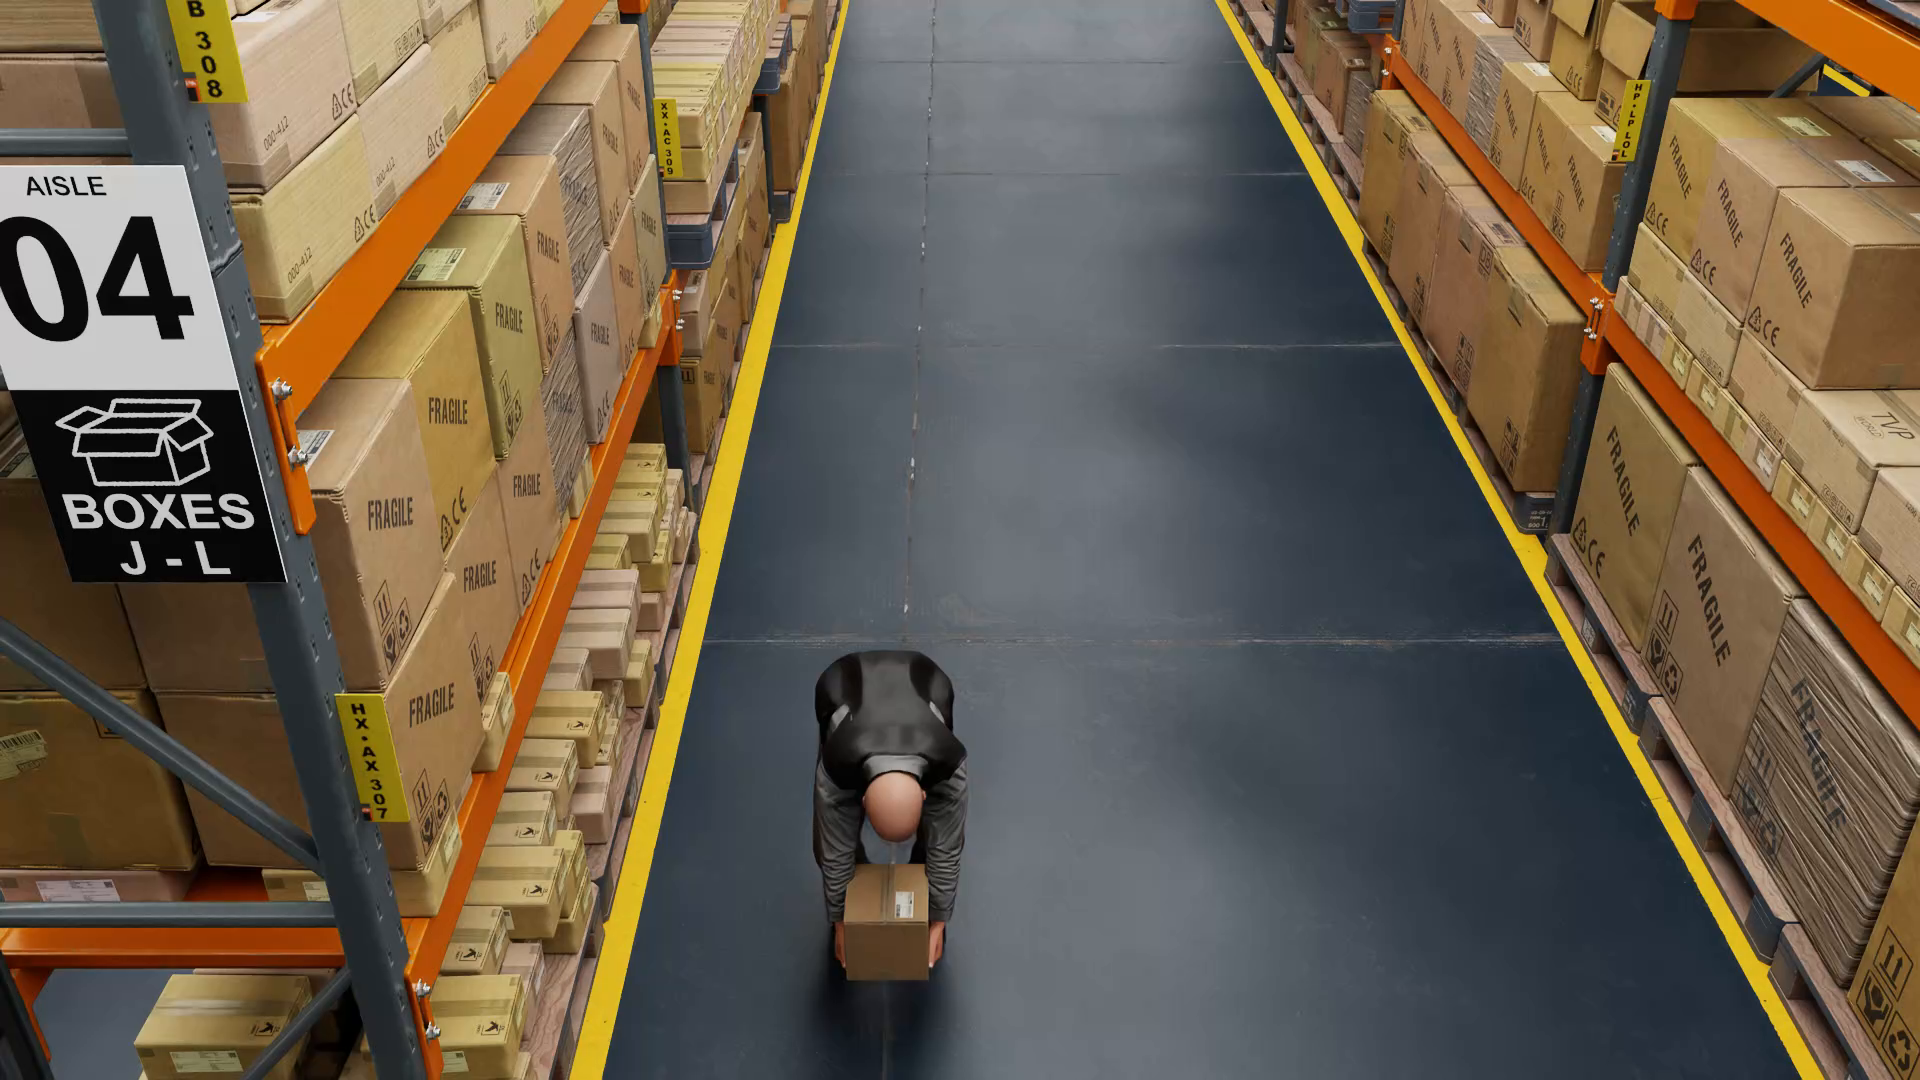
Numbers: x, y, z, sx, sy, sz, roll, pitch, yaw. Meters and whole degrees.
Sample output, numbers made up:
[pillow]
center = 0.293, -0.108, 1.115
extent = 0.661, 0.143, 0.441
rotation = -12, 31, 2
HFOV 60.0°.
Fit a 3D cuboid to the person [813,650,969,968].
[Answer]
[person]
center = -0.227, 0.921, 5.264
extent = 0.490, 1.078, 0.949
rotation = -2, 31, -3
